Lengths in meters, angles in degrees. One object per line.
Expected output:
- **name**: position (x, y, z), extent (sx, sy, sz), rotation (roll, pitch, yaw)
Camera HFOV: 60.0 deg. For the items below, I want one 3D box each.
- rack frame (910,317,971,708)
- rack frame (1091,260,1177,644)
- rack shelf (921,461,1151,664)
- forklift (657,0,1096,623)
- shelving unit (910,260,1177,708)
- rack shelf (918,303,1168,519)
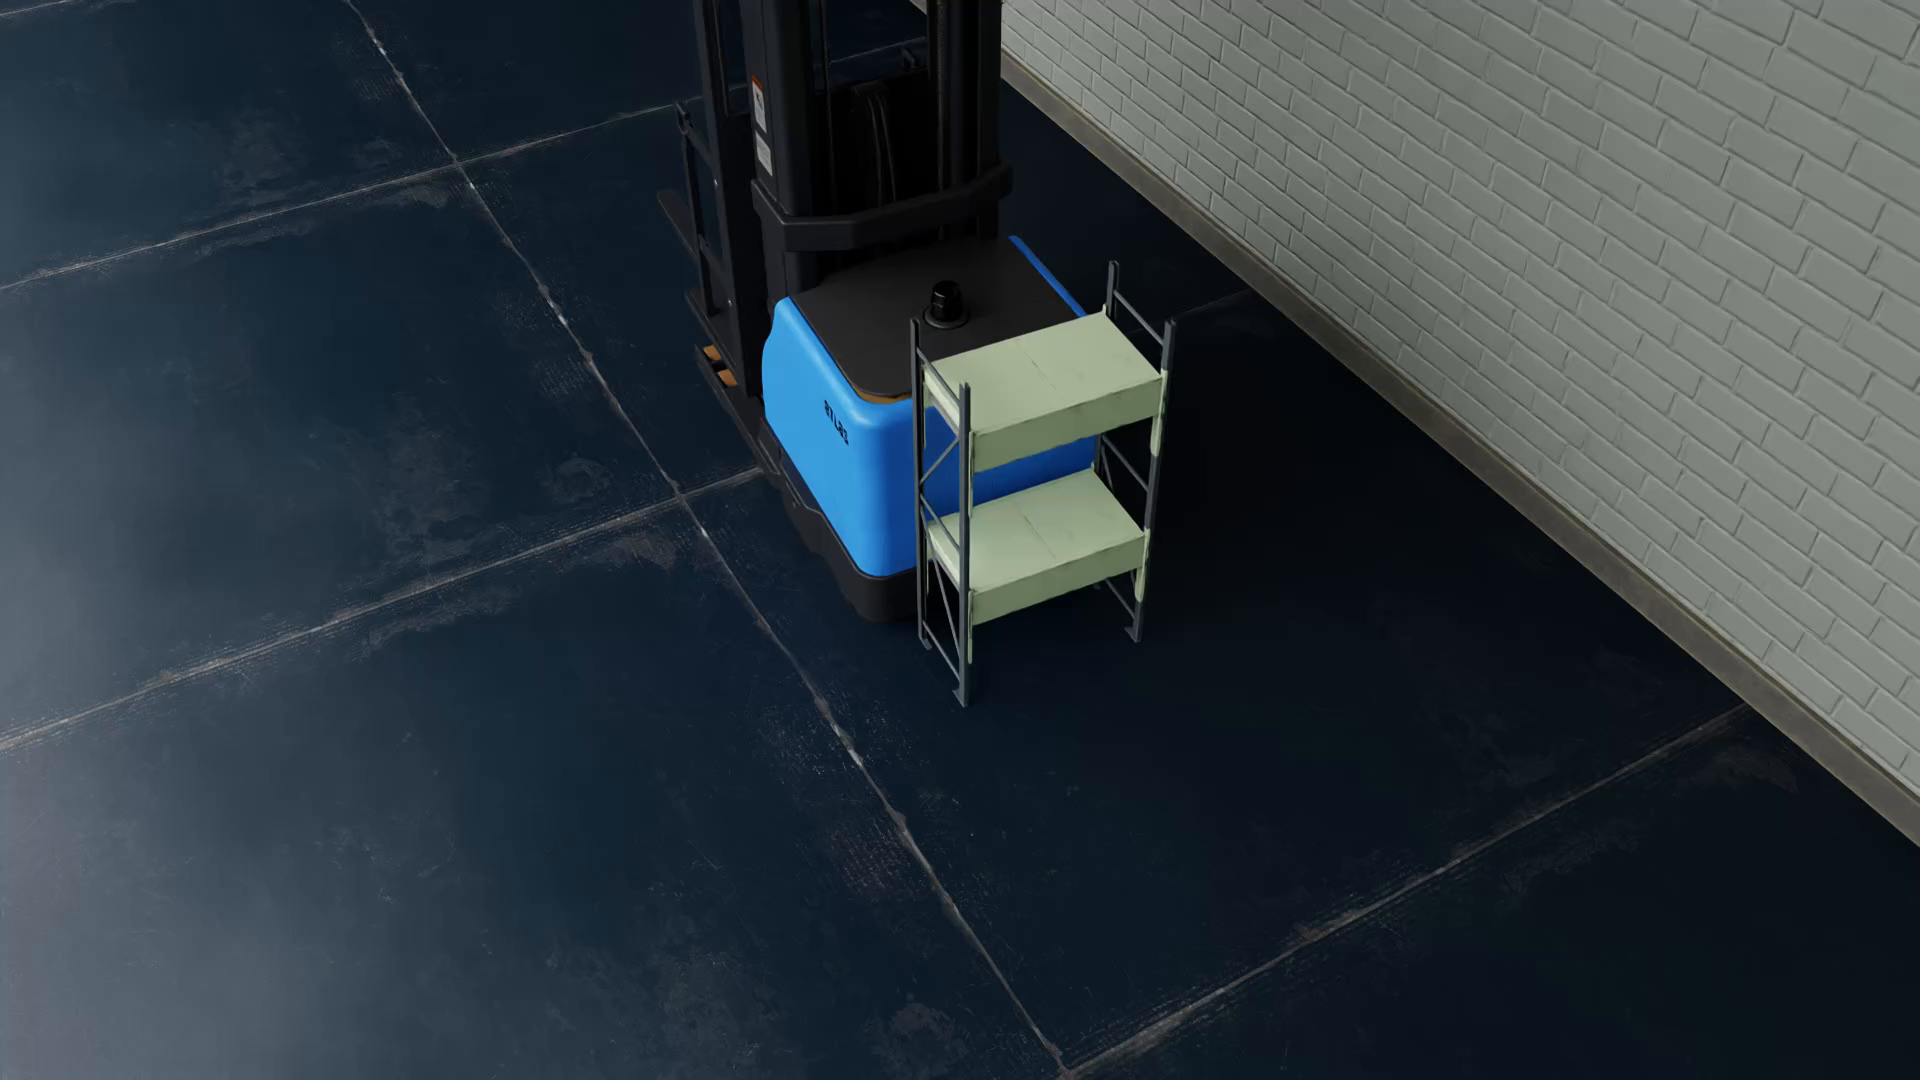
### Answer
- **rack frame**: position (-0.064, -0.048, 5.723), extent (0.023, 1.500, 0.400), rotation (-19, 47, -18)
- **rack frame**: position (0.595, -0.270, 5.952), extent (0.023, 1.500, 0.400), rotation (-19, 47, -18)
- **rack shelf**: position (0.266, 0.075, 6.064), extent (0.720, 0.370, 0.431), rotation (-19, 47, -18)
- **forklift**: position (-0.533, -1.766, 6.465), extent (1.130, 2.935, 3.031), rotation (-19, 47, -18)
- **shelving unit**: position (0.266, -0.159, 5.837), extent (0.755, 1.500, 0.431), rotation (-19, 47, -18)
- **rack shelf**: position (0.266, -0.439, 5.565), extent (0.720, 0.370, 0.431), rotation (-19, 47, -18)
